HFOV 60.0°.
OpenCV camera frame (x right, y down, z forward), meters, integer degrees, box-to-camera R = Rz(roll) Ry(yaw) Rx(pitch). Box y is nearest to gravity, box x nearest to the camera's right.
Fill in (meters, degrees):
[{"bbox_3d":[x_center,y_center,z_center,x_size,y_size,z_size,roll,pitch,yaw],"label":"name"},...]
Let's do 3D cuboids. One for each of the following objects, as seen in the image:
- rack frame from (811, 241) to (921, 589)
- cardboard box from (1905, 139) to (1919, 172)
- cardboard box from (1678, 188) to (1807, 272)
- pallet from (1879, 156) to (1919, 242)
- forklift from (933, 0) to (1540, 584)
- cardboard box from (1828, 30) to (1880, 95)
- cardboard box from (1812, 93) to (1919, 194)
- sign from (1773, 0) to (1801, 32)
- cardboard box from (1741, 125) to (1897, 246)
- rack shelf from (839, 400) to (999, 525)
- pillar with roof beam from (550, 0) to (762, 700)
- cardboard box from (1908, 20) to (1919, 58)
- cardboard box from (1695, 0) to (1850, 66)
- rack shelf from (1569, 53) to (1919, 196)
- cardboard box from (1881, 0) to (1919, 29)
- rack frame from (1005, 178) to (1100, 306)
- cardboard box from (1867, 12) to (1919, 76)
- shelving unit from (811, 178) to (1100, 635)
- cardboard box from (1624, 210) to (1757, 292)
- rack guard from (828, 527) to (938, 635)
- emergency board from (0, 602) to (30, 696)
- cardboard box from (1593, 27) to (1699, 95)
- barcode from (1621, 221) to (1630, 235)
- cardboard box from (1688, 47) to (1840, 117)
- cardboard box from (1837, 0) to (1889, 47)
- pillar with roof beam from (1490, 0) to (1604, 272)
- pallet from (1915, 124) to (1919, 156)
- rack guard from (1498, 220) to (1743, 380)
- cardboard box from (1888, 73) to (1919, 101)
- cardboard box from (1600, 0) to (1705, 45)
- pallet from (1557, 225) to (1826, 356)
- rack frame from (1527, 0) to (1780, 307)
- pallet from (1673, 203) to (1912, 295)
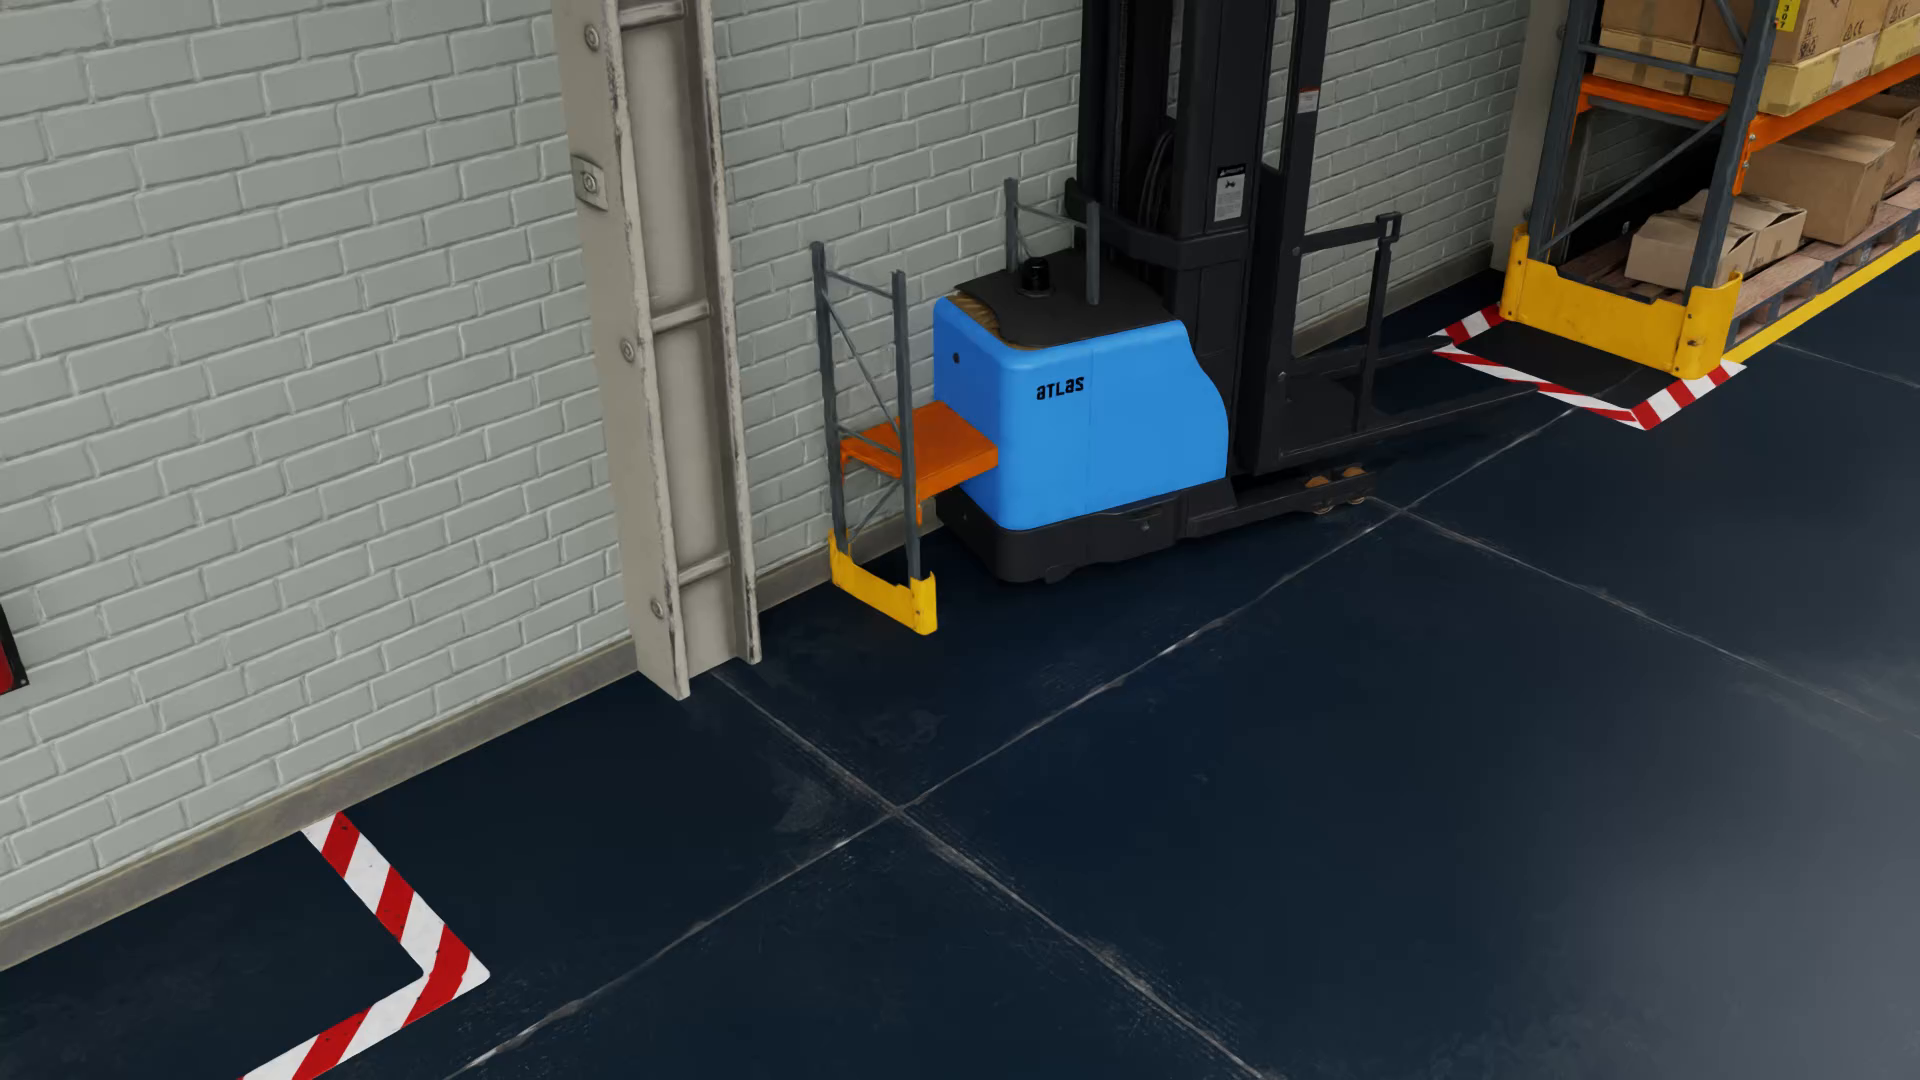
[{"bbox_3d":[-0.351,-0.377,6.419,0.032,1.500,0.500,-26,37,-36],"label":"rack frame"},{"bbox_3d":[6.018,-2.548,10.836,0.380,0.166,0.250,23,38,33],"label":"cardboard box"},{"bbox_3d":[4.443,-1.805,9.482,0.500,0.311,0.500,-22,38,-32],"label":"cardboard box"},{"bbox_3d":[5.922,-2.329,10.856,1.213,0.211,1.003,-26,40,-35],"label":"pallet"},{"bbox_3d":[1.304,-1.596,7.051,3.031,2.935,1.130,-15,34,-23],"label":"forklift"},{"bbox_3d":[4.402,-2.537,8.649,0.500,0.250,0.500,-27,41,-37],"label":"cardboard box"},{"bbox_3d":[5.656,-2.508,10.451,0.500,0.500,0.500,26,40,35],"label":"cardboard box"},{"bbox_3d":[3.826,-2.513,7.655,0.005,0.325,0.100,-26,40,-35],"label":"sign"},{"bbox_3d":[5.015,-2.127,9.827,0.700,0.500,0.500,26,40,36],"label":"cardboard box"},{"bbox_3d":[0.025,-0.404,6.804,1.000,0.185,0.538,-26,37,-36],"label":"rack shelf"},{"bbox_3d":[1.909,-1.715,1.429,0.400,9.000,9.100,-26,40,-35],"label":"pillar with roof beam"},{"bbox_3d":[5.151,-2.894,9.232,0.500,0.250,0.500,-25,40,-35],"label":"cardboard box"},{"bbox_3d":[4.011,-2.670,8.147,0.500,0.500,0.500,-26,40,-35],"label":"cardboard box"},{"bbox_3d":[4.923,-2.754,9.568,4.000,0.370,1.077,-26,40,-35],"label":"rack shelf"},{"bbox_3d":[4.764,-3.023,8.723,0.500,0.500,0.500,-27,41,-37],"label":"cardboard box"},{"bbox_3d":[0.389,-0.743,7.012,0.032,1.500,0.500,-26,37,-36],"label":"rack frame"},{"bbox_3d":[4.779,-2.716,8.940,0.500,0.250,0.500,-27,40,-36],"label":"cardboard box"},{"bbox_3d":[0.026,-0.563,6.721,1.083,1.500,0.587,-26,37,-36],"label":"shelving unit"},{"bbox_3d":[4.025,-1.603,9.152,0.500,0.311,0.500,24,39,34],"label":"cardboard box"},{"bbox_3d":[-0.316,0.159,6.739,0.087,0.250,0.587,-26,37,-36],"label":"rack guard"},{"bbox_3d":[-2.856,0.060,4.277,0.643,1.169,0.194,-26,40,-35],"label":"emergency board"},{"bbox_3d":[3.668,-2.536,8.646,0.500,0.250,0.500,-25,39,-35],"label":"cardboard box"},{"bbox_3d":[3.767,-1.766,9.410,0.075,0.075,0.001,-26,40,-35],"label":"barcode"},{"bbox_3d":[4.031,-2.348,8.338,0.500,0.250,0.500,-27,41,-37],"label":"cardboard box"},{"bbox_3d":[4.380,-2.842,8.428,0.500,0.500,0.500,-26,40,-35],"label":"cardboard box"},{"bbox_3d":[6.309,-3.843,4.909,0.400,9.000,9.100,-26,40,-35],"label":"pillar with roof beam"},{"bbox_3d":[6.960,-2.857,11.720,1.213,0.211,1.003,-26,40,-35],"label":"pallet"},{"bbox_3d":[3.513,-1.312,8.916,0.348,0.500,1.175,-26,40,-35],"label":"rack guard"},{"bbox_3d":[6.918,-3.159,11.515,0.500,0.500,0.700,-24,39,-34],"label":"cardboard box"},{"bbox_3d":[3.658,-2.864,8.465,0.500,0.500,0.500,-26,40,-36],"label":"cardboard box"},{"bbox_3d":[4.132,-1.463,9.441,1.213,0.211,1.003,-26,40,-35],"label":"pallet"},{"bbox_3d":[3.457,-2.351,8.220,0.127,3.000,1.000,-26,40,-35],"label":"rack frame"},{"bbox_3d":[5.027,-1.894,10.145,1.213,0.211,1.003,-26,40,-35],"label":"pallet"}]
